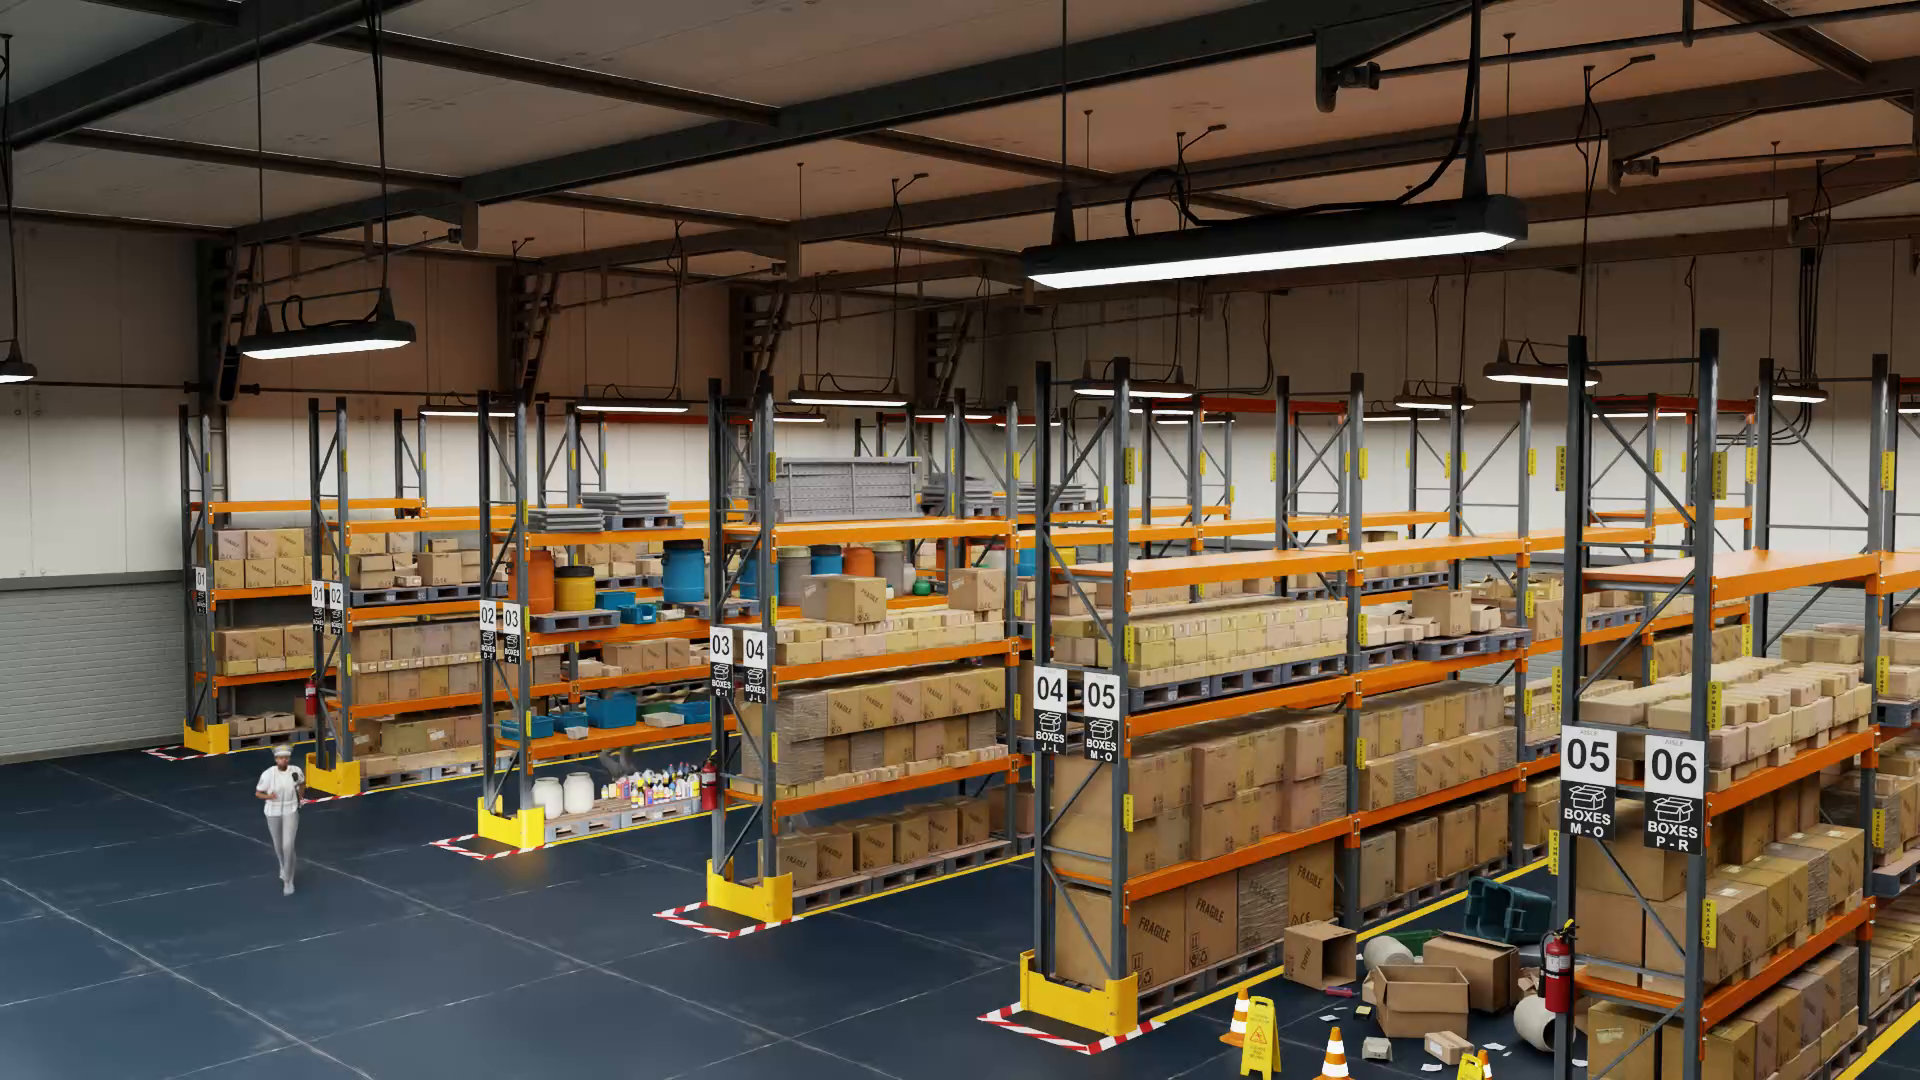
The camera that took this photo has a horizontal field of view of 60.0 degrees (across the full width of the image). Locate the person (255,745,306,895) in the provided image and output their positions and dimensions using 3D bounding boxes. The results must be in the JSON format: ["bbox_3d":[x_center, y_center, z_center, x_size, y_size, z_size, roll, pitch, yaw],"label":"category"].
[{"bbox_3d":[-8.059,3.283,19.741,0.555,1.747,0.816,-1,3,-19],"label":"person"}]

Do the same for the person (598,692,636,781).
[{"bbox_3d":[-5.221,3.074,25.507,0.640,1.547,0.800,3,4,45],"label":"person"}]

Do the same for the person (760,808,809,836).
[{"bbox_3d":[-2.259,3.164,21.372,0.690,1.706,0.947,3,4,43],"label":"person"}]
